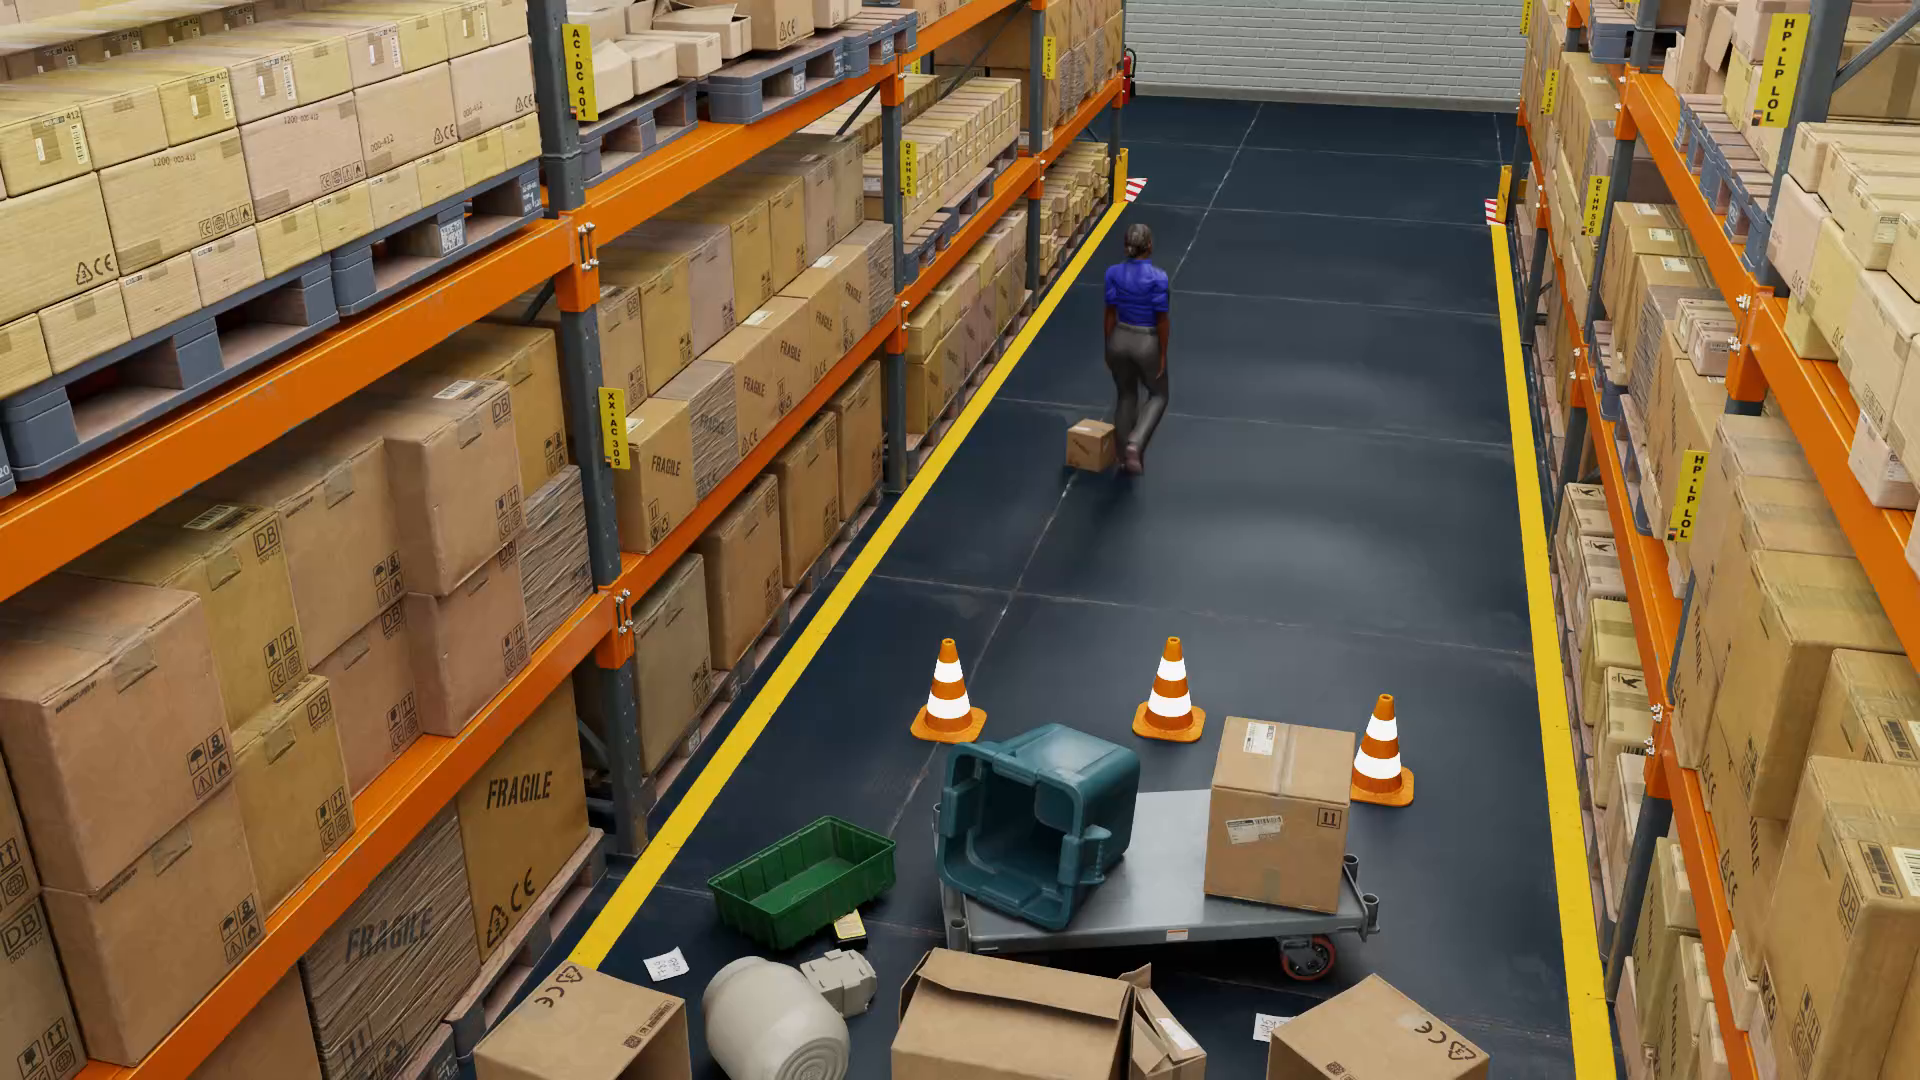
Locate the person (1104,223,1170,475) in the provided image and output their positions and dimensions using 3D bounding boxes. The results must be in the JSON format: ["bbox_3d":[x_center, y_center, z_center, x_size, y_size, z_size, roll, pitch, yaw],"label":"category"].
[{"bbox_3d":[1.117,-1.208,10.607,0.444,1.642,0.536,12,28,23],"label":"person"}]
